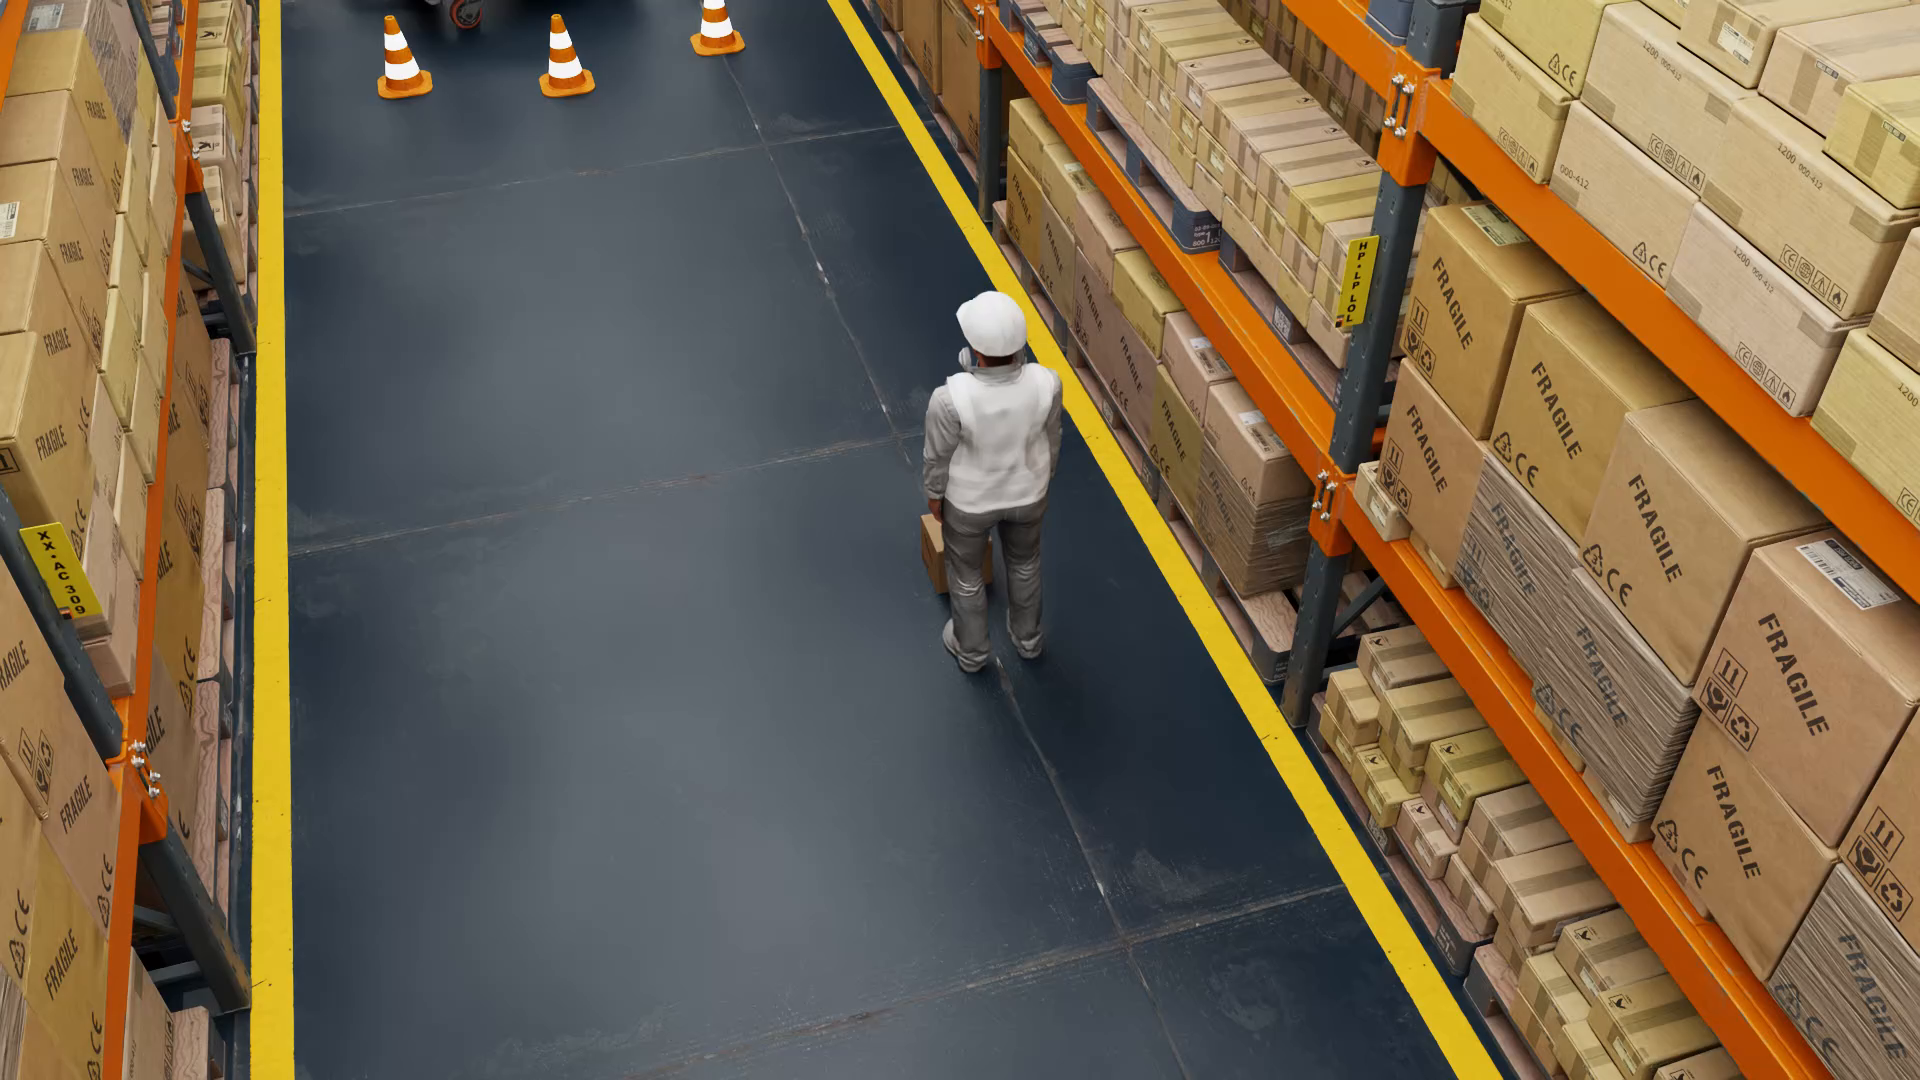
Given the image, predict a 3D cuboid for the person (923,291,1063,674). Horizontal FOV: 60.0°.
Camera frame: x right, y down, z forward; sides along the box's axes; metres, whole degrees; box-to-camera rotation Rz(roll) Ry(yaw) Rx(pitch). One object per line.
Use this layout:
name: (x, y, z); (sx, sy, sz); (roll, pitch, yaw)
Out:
person: (0.115, -0.205, 6.373); (0.534, 1.767, 0.359); (-11, 43, -12)
